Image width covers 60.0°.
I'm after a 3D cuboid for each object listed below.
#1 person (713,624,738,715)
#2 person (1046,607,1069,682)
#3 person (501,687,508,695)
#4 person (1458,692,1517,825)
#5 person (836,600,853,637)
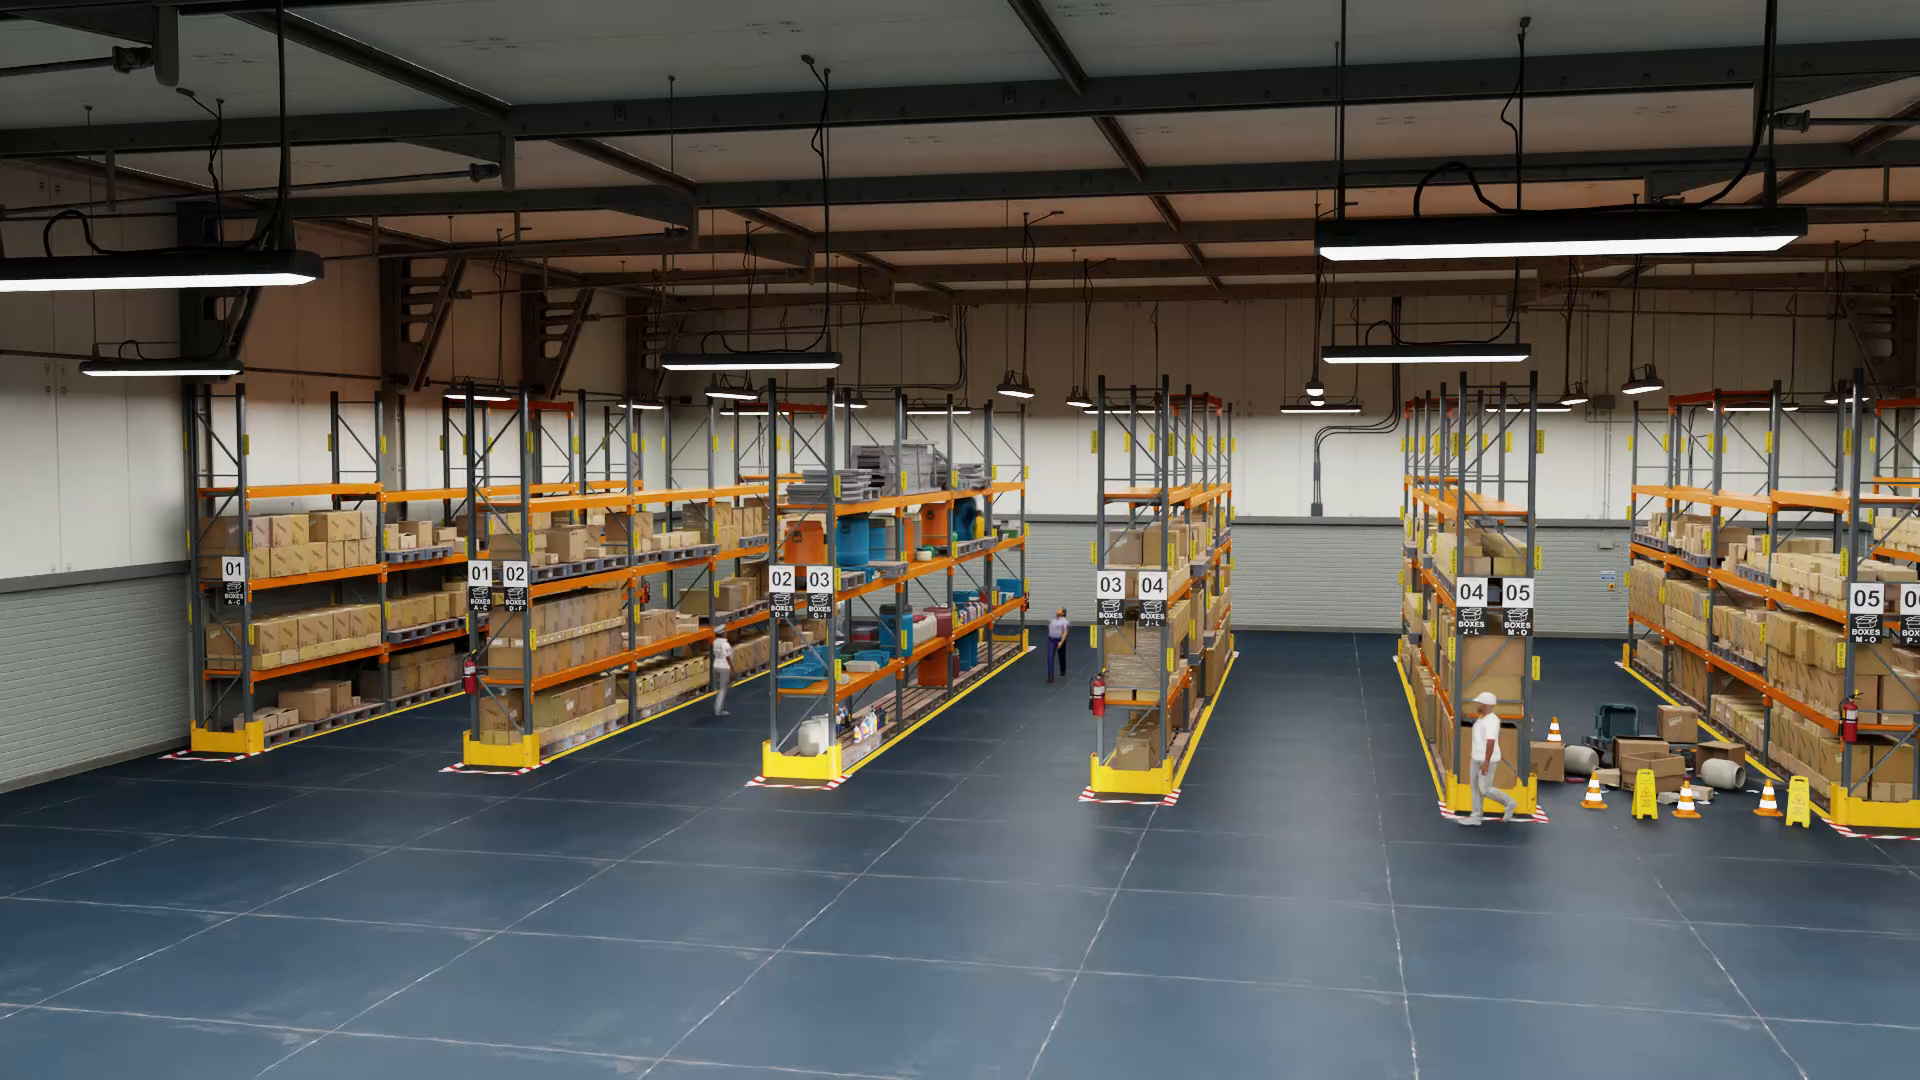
[{"bbox_3d":[-4.333,2.405,30.695,0.462,1.727,0.470,-3,4,-40],"label":"person"},{"bbox_3d":[2.068,2.197,35.177,0.484,1.561,0.917,0,3,6],"label":"person"},{"bbox_3d":[-8.879,2.301,32.820,0.575,1.659,0.506,2,4,36],"label":"person"},{"bbox_3d":[6.917,2.869,21.754,0.705,1.763,0.529,-1,3,-13],"label":"person"},{"bbox_3d":[-3.059,1.678,43.182,0.458,1.680,0.535,2,4,26],"label":"person"}]
